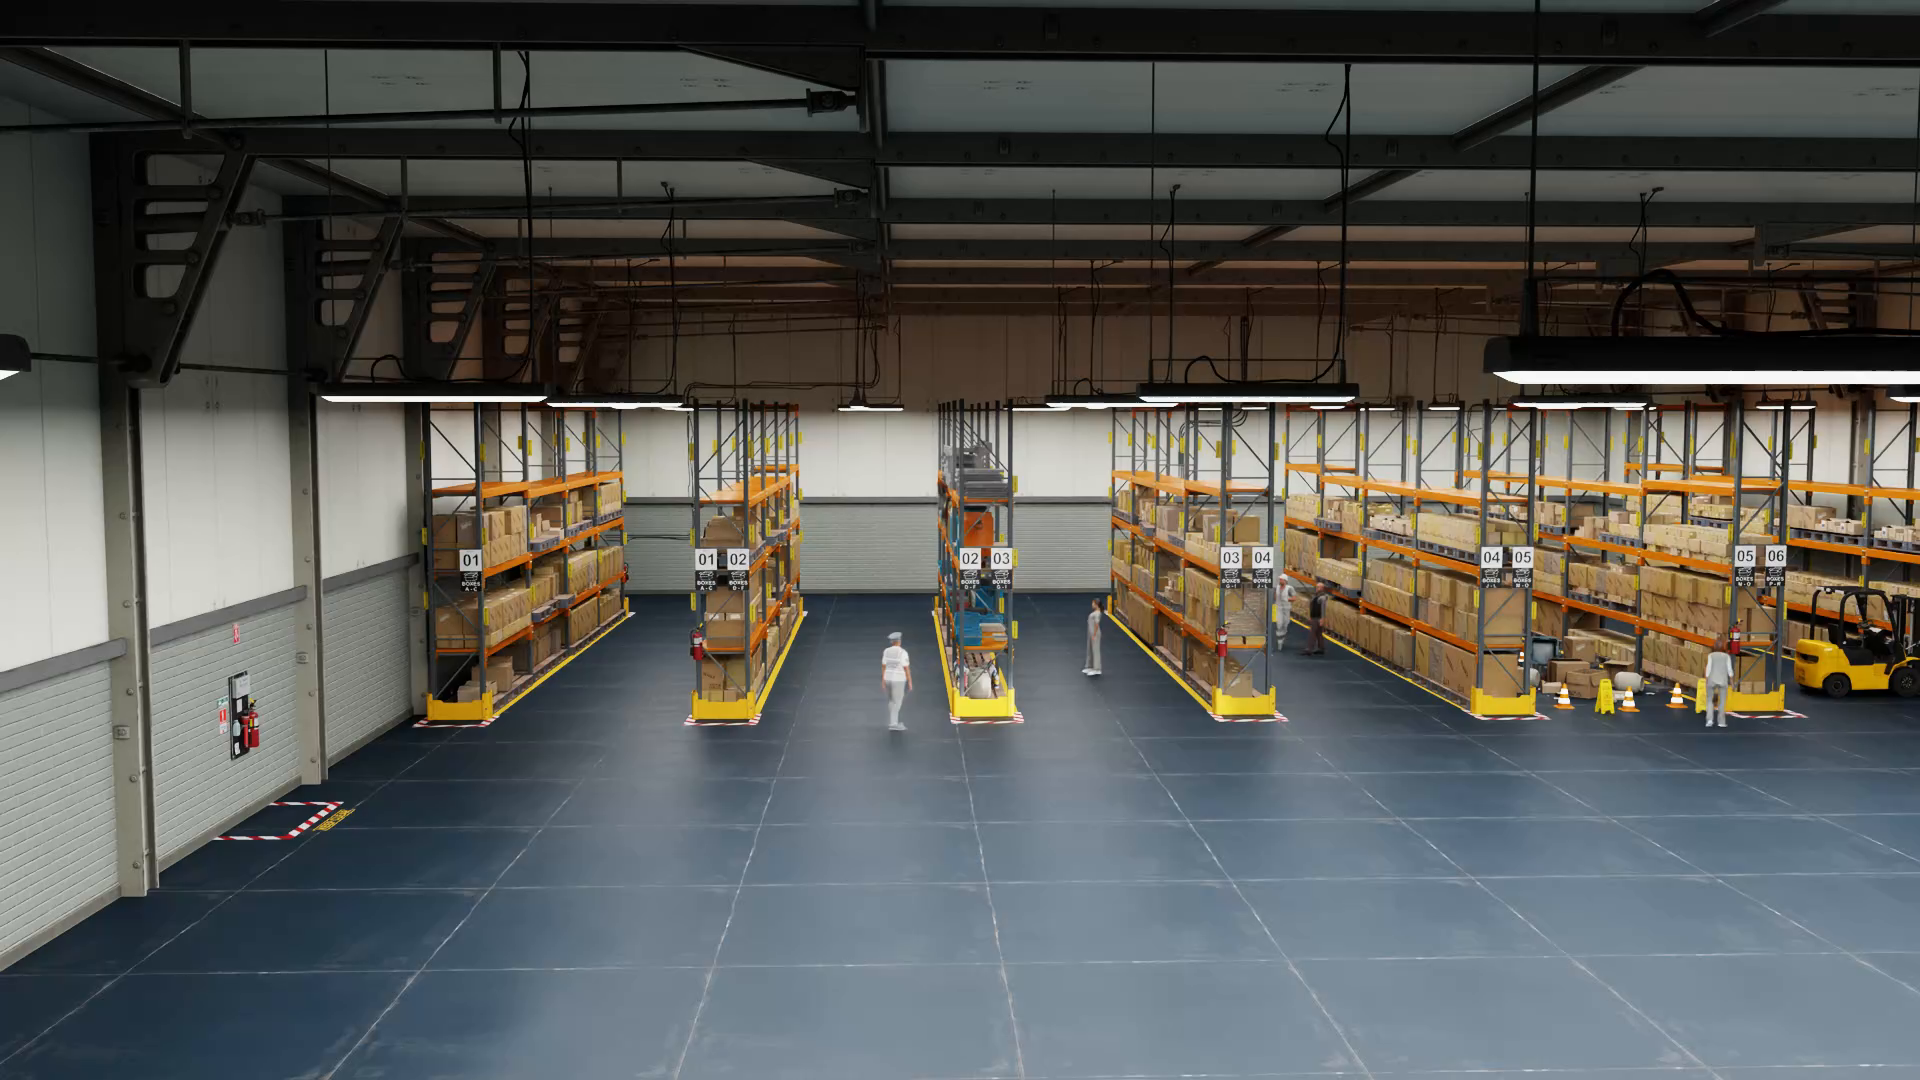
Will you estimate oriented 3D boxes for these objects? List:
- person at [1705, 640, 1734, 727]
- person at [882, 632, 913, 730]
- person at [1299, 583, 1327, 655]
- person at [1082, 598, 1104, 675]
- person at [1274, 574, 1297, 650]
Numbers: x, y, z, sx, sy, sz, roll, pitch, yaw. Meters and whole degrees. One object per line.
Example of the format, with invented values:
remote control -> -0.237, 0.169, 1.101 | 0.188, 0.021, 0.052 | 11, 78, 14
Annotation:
person -> 13.871, 2.641, 30.374 | 0.469, 1.649, 0.352 | 3, 5, 31
person -> -1.114, 2.556, 30.208 | 0.555, 1.776, 0.634 | -3, 5, -38
person -> 8.373, 1.868, 39.492 | 0.643, 1.712, 0.532 | 1, 4, 7
person -> 2.934, 2.108, 36.623 | 0.462, 1.663, 0.535 | -1, 4, -15
person -> 7.951, 1.748, 40.730 | 0.514, 1.857, 0.791 | 0, 4, 2
